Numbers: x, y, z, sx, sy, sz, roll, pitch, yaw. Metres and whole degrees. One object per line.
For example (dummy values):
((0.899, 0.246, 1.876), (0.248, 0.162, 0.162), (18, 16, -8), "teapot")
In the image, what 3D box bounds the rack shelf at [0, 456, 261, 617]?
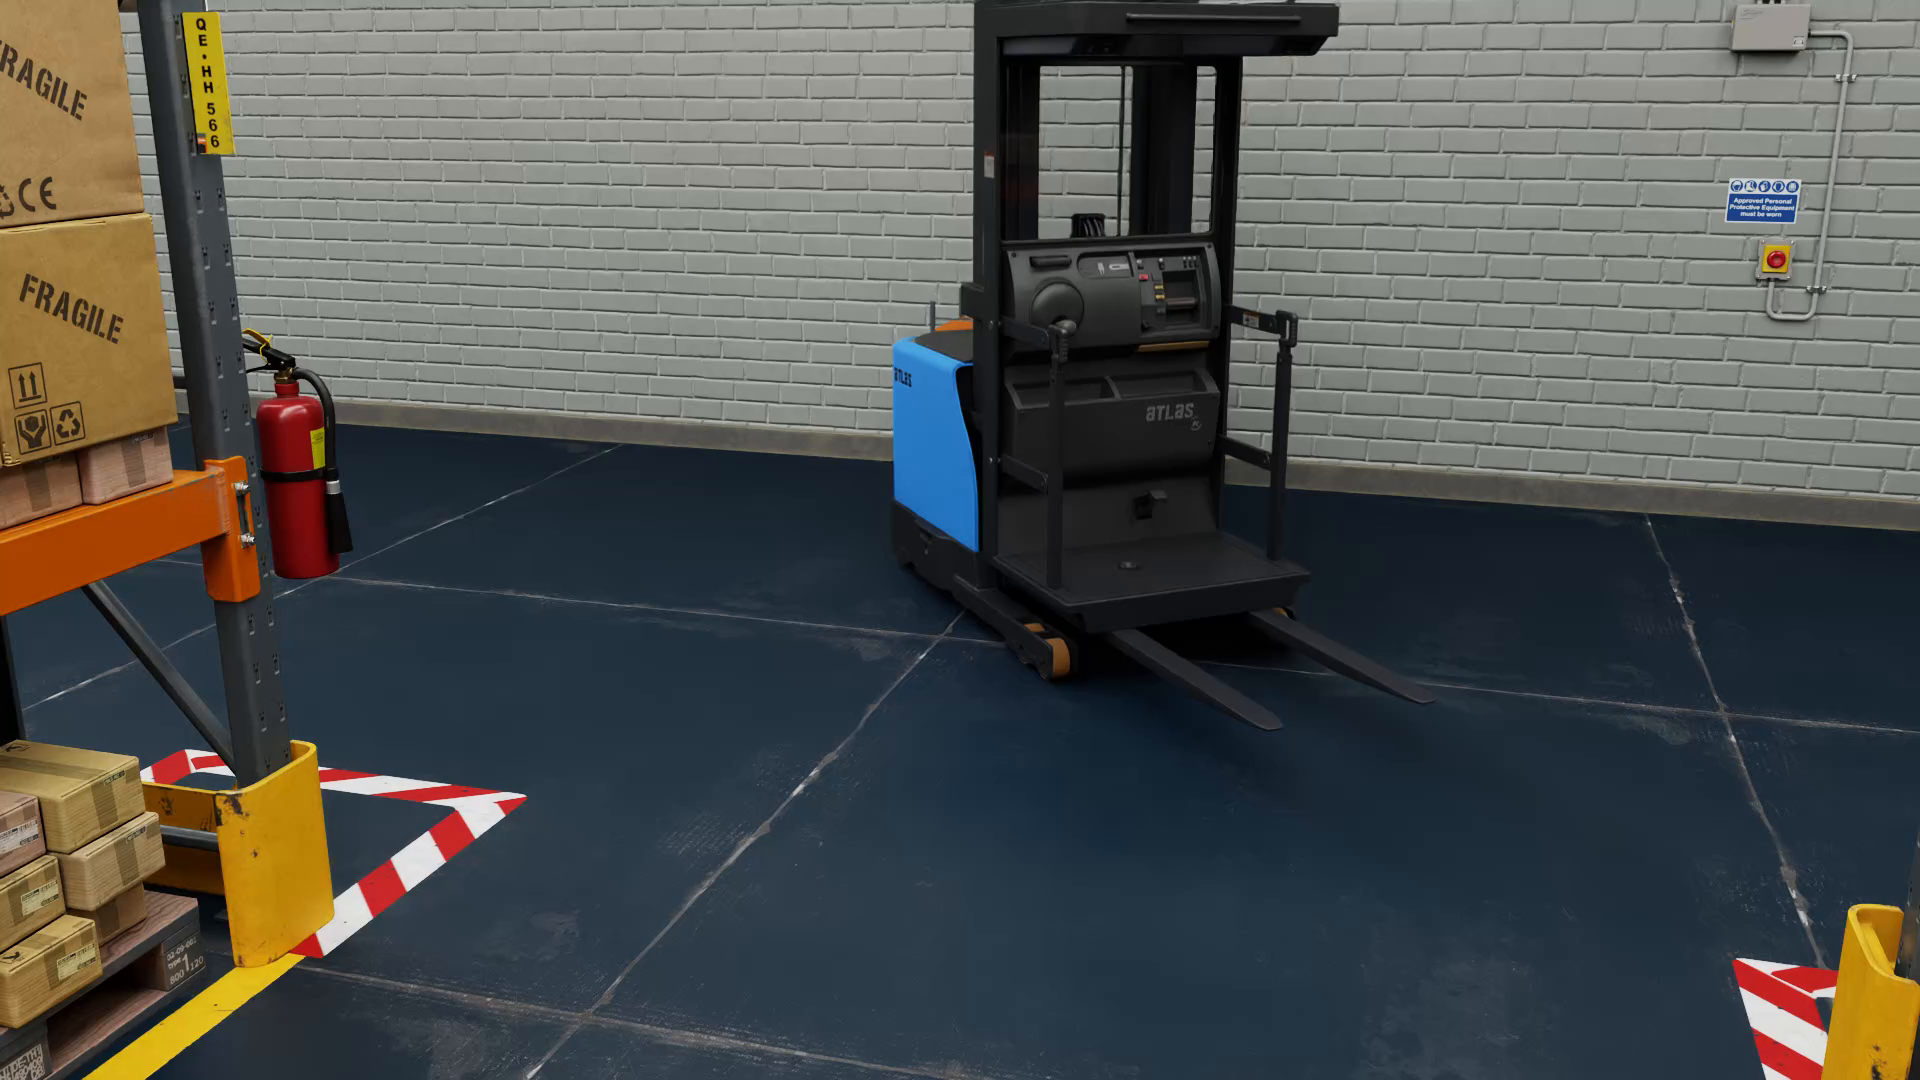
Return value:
((-2.883, 0.445, 2.583), (1.077, 0.370, 4.000), (5, 16, 16), "rack shelf")

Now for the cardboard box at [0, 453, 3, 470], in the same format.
((-2.347, -0.344, 3.317), (0.500, 0.500, 0.500), (4, 16, 15), "cardboard box")

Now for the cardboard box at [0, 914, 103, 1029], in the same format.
((-2.240, 0.974, 3.854), (0.380, 0.149, 0.250), (5, 17, 18), "cardboard box")

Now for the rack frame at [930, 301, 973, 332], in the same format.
((-0.026, -0.559, 8.102), (0.240, 1.200, 0.015), (5, 16, 16), "rack frame")

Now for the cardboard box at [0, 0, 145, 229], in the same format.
((-2.206, -0.958, 3.649), (0.500, 0.500, 0.500), (4, 16, 15), "cardboard box")

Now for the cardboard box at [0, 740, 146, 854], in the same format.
((-2.222, 0.617, 4.023), (0.380, 0.149, 0.250), (5, 17, 17), "cardboard box")

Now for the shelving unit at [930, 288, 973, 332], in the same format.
((0.044, -0.623, 8.327), (0.258, 1.200, 0.503), (5, 16, 16), "shelving unit")

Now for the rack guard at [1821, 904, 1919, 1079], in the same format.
((2.467, 1.129, 3.433), (1.175, 0.500, 0.348), (5, 16, 16), "rack guard")

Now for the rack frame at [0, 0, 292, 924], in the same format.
((-2.315, -0.425, 4.330), (1.000, 3.000, 0.127), (5, 16, 16), "rack frame")

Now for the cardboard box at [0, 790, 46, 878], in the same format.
((-2.348, 0.678, 3.807), (0.380, 0.149, 0.250), (5, 17, 17), "cardboard box")

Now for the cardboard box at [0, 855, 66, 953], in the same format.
((-2.317, 0.826, 3.830), (0.380, 0.149, 0.250), (4, 16, 15), "cardboard box")

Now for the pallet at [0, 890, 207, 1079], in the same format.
((-2.601, 1.146, 3.901), (1.003, 0.211, 1.213), (5, 16, 16), "pallet")

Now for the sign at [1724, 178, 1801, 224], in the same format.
((4.011, -1.694, 8.310), (0.327, 0.218, 0.001), (5, 16, 16), "sign")

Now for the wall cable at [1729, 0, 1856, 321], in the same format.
((4.040, -2.048, 8.134), (0.585, 1.953, 0.123), (5, 16, 16), "wall cable")

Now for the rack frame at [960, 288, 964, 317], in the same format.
((0.115, -0.687, 8.551), (0.240, 1.200, 0.015), (5, 16, 16), "rack frame")

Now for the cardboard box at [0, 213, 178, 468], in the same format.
((-2.195, -0.478, 3.791), (0.500, 0.500, 0.500), (5, 17, 17), "cardboard box")

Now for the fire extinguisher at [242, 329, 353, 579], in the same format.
((-1.800, -0.238, 4.498), (0.296, 0.674, 0.183), (5, 16, 16), "fire extinguisher")

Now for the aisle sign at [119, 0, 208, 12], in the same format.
((-2.006, -1.671, 3.961), (0.394, 0.787, 0.004), (5, 16, 16), "aisle sign")

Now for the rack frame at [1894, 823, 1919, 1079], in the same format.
((2.463, -0.067, 3.069), (0.949, 2.616, 0.053), (5, 16, 16), "rack frame")

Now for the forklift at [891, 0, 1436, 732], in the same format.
((0.711, -0.999, 6.481), (1.130, 2.935, 3.031), (-7, 17, -22), "forklift")

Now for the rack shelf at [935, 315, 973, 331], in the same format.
((0.044, -1.001, 8.219), (0.258, 0.148, 0.480), (5, 16, 16), "rack shelf")

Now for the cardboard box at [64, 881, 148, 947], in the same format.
((-2.264, 0.899, 4.119), (0.380, 0.149, 0.250), (5, 17, 17), "cardboard box")

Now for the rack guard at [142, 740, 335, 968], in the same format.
((-2.336, 0.798, 4.601), (1.175, 0.500, 0.348), (5, 16, 16), "rack guard")

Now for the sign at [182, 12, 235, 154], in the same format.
((-1.788, -1.086, 3.959), (0.100, 0.325, 0.005), (5, 16, 16), "sign")

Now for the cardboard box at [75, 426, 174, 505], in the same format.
((-2.136, -0.197, 3.986), (0.380, 0.149, 0.250), (5, 16, 16), "cardboard box")

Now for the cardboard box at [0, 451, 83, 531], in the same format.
((-2.243, -0.135, 3.767), (0.380, 0.149, 0.250), (5, 16, 16), "cardboard box")

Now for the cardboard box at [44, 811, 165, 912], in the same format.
((-2.191, 0.762, 4.056), (0.380, 0.149, 0.250), (4, 16, 14), "cardboard box")
